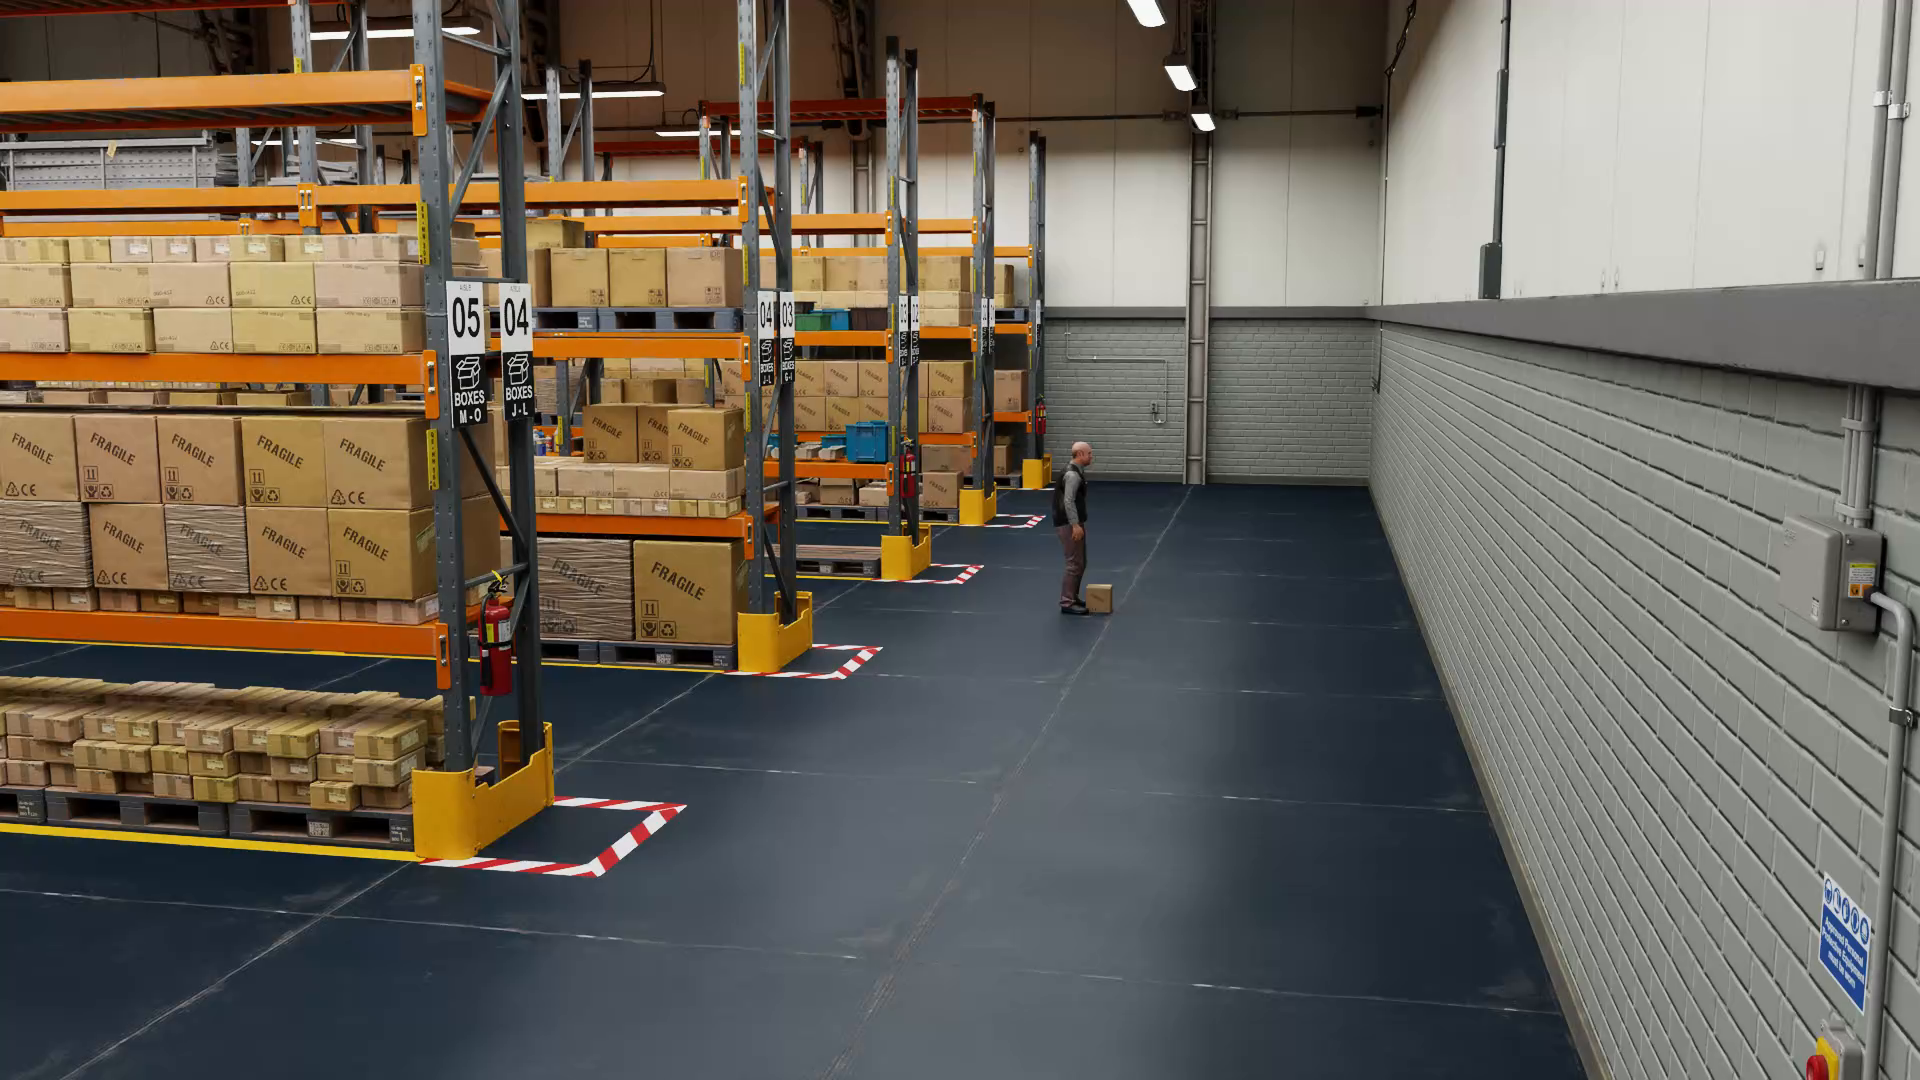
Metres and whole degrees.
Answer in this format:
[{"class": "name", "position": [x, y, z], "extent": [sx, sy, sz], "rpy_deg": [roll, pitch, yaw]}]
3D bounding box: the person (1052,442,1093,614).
[{"class": "person", "position": [1.145, -0.141, 16.915], "extent": [0.414, 1.722, 0.590], "rpy_deg": [1, 8, 9]}]
